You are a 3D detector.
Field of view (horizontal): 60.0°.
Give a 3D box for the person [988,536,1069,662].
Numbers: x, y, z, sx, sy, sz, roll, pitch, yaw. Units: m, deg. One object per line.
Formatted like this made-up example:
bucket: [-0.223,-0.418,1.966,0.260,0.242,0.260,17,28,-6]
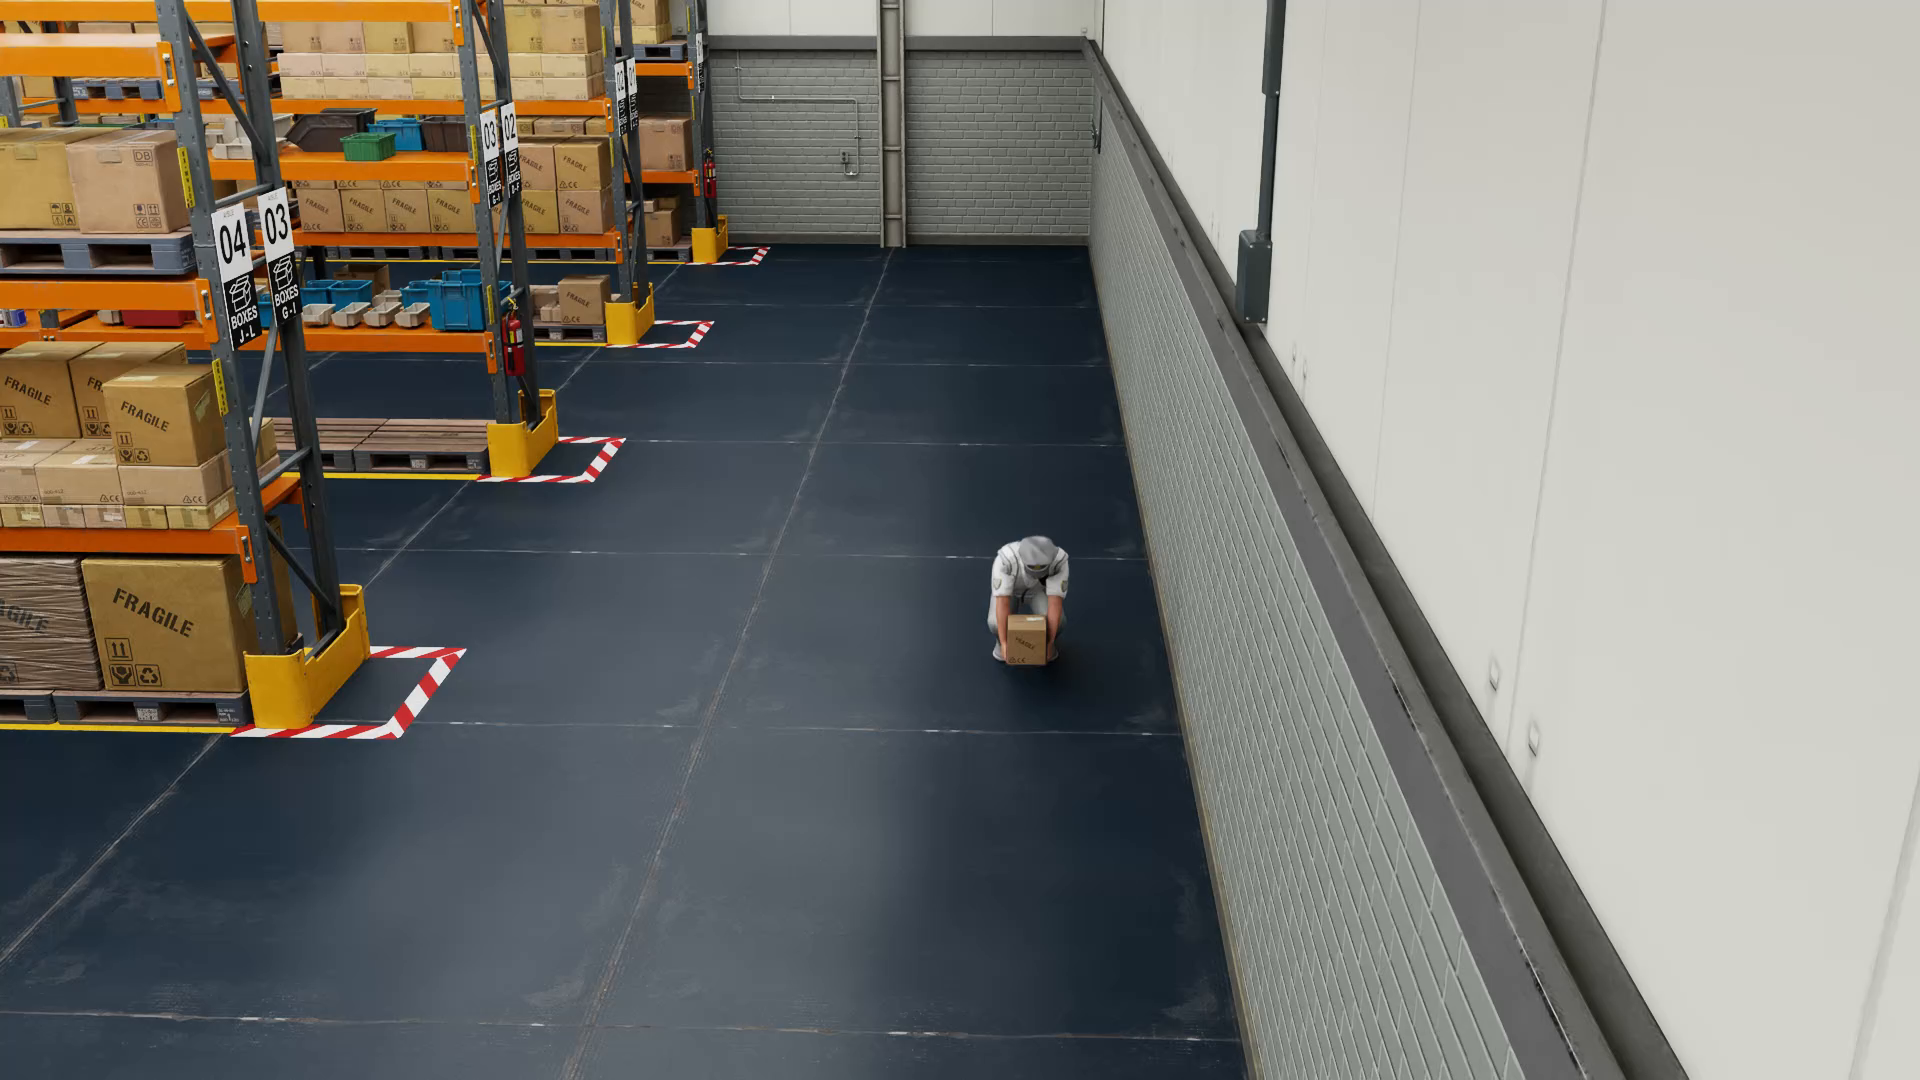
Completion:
person: [0.453,0.361,11.172,0.534,1.020,0.925,0,21,0]
